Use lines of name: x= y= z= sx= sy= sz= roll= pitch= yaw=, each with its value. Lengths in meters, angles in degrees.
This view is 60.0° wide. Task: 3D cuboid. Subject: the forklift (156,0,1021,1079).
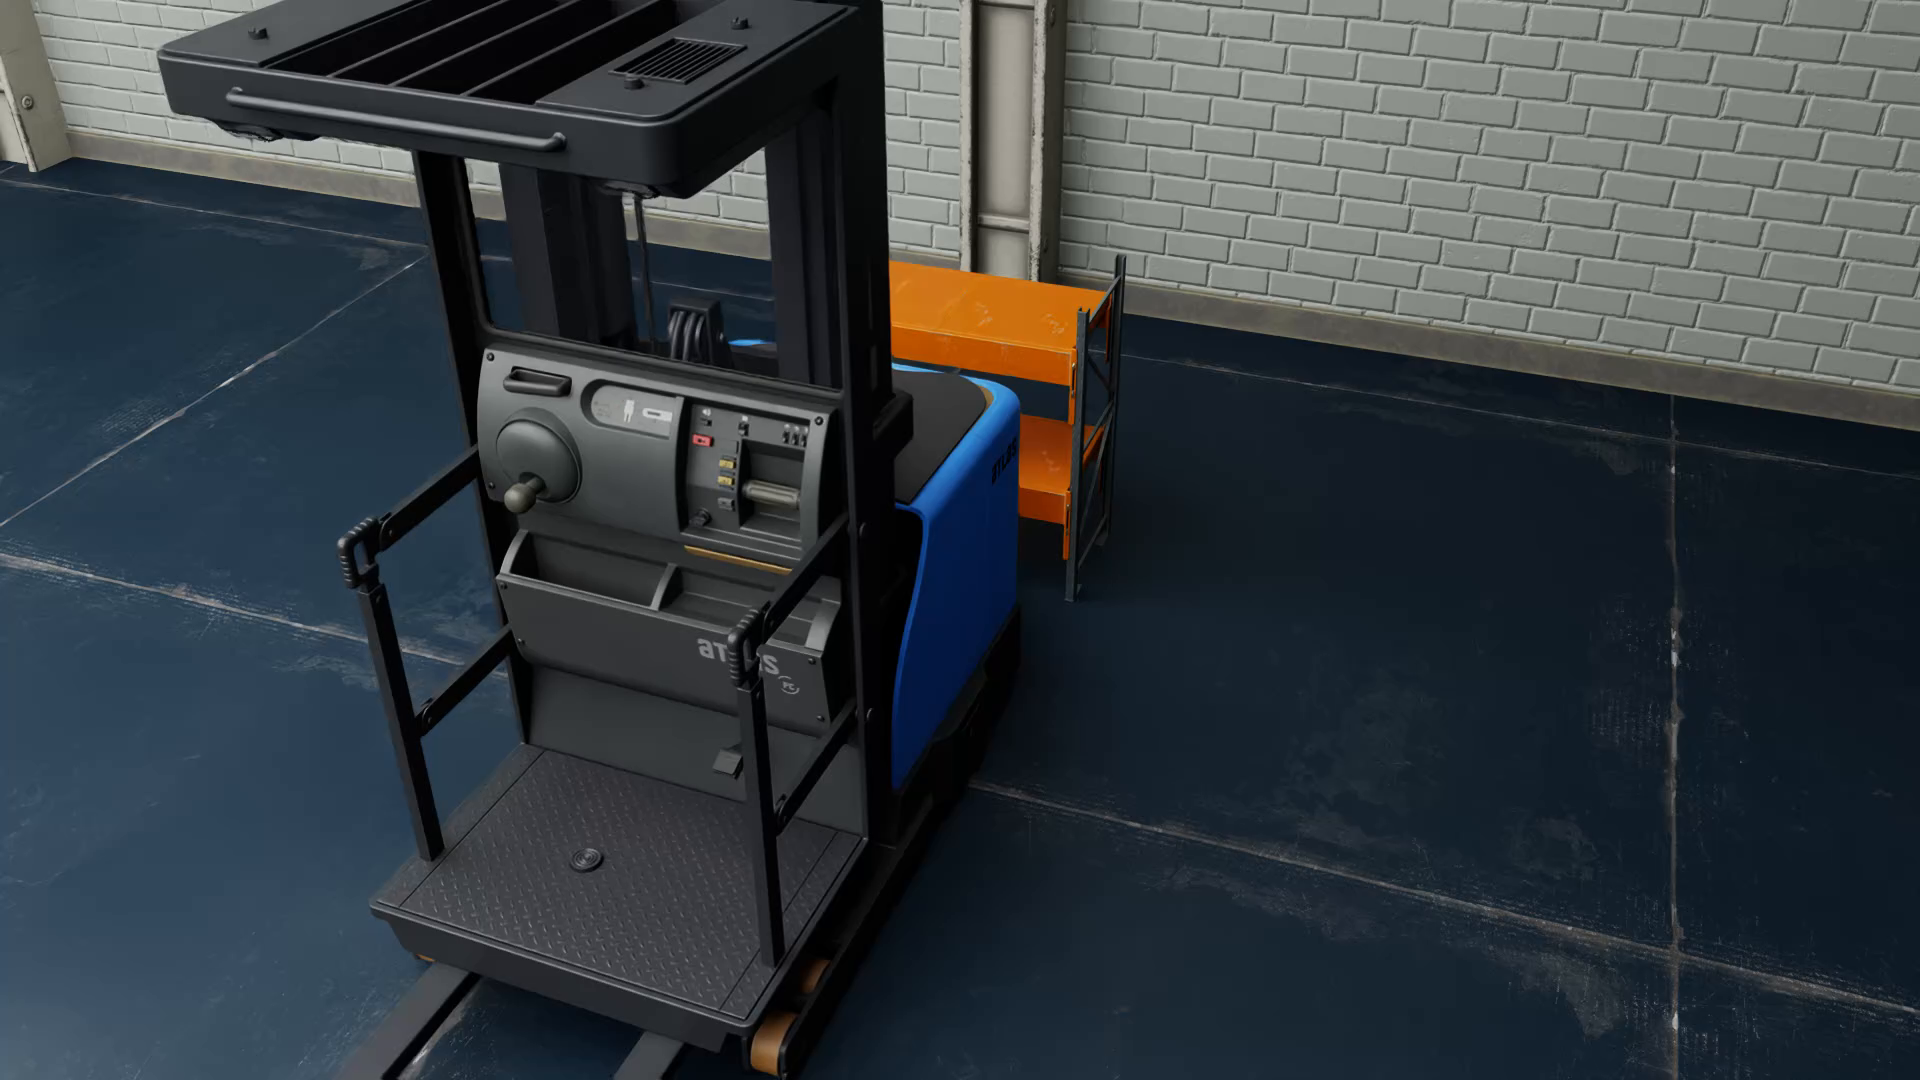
forklift: x=-0.815 y=-0.149 z=3.778 sx=1.130 sy=2.935 sz=3.031 roll=12 pitch=35 yaw=18

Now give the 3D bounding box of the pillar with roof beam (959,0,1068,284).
pillar with roof beam: x=-1.219 y=-2.702 z=2.139 sx=0.400 sy=9.000 sz=9.100 roll=11 pitch=34 yaw=16

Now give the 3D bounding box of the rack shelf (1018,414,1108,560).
rack shelf: x=-0.006 y=-0.268 z=6.079 sx=1.000 sy=0.278 sz=0.538 roll=11 pitch=34 yaw=16

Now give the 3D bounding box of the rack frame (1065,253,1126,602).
rack frame: x=0.472 y=-0.381 z=5.803 sx=0.032 sy=1.125 sz=0.500 roll=11 pitch=34 yaw=16

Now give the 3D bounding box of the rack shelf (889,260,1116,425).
rack shelf: x=-0.006 y=-0.720 z=5.788 sx=1.000 sy=0.278 sz=0.538 roll=11 pitch=34 yaw=16

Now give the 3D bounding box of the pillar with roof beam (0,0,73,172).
pillar with roof beam: x=-6.867 y=-3.800 z=3.840 sx=0.400 sy=9.000 sz=9.100 roll=11 pitch=34 yaw=16

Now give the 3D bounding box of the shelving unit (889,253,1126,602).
shelving unit: x=-0.006 y=-0.474 z=5.947 sx=1.048 sy=1.125 sz=0.538 roll=11 pitch=34 yaw=16
